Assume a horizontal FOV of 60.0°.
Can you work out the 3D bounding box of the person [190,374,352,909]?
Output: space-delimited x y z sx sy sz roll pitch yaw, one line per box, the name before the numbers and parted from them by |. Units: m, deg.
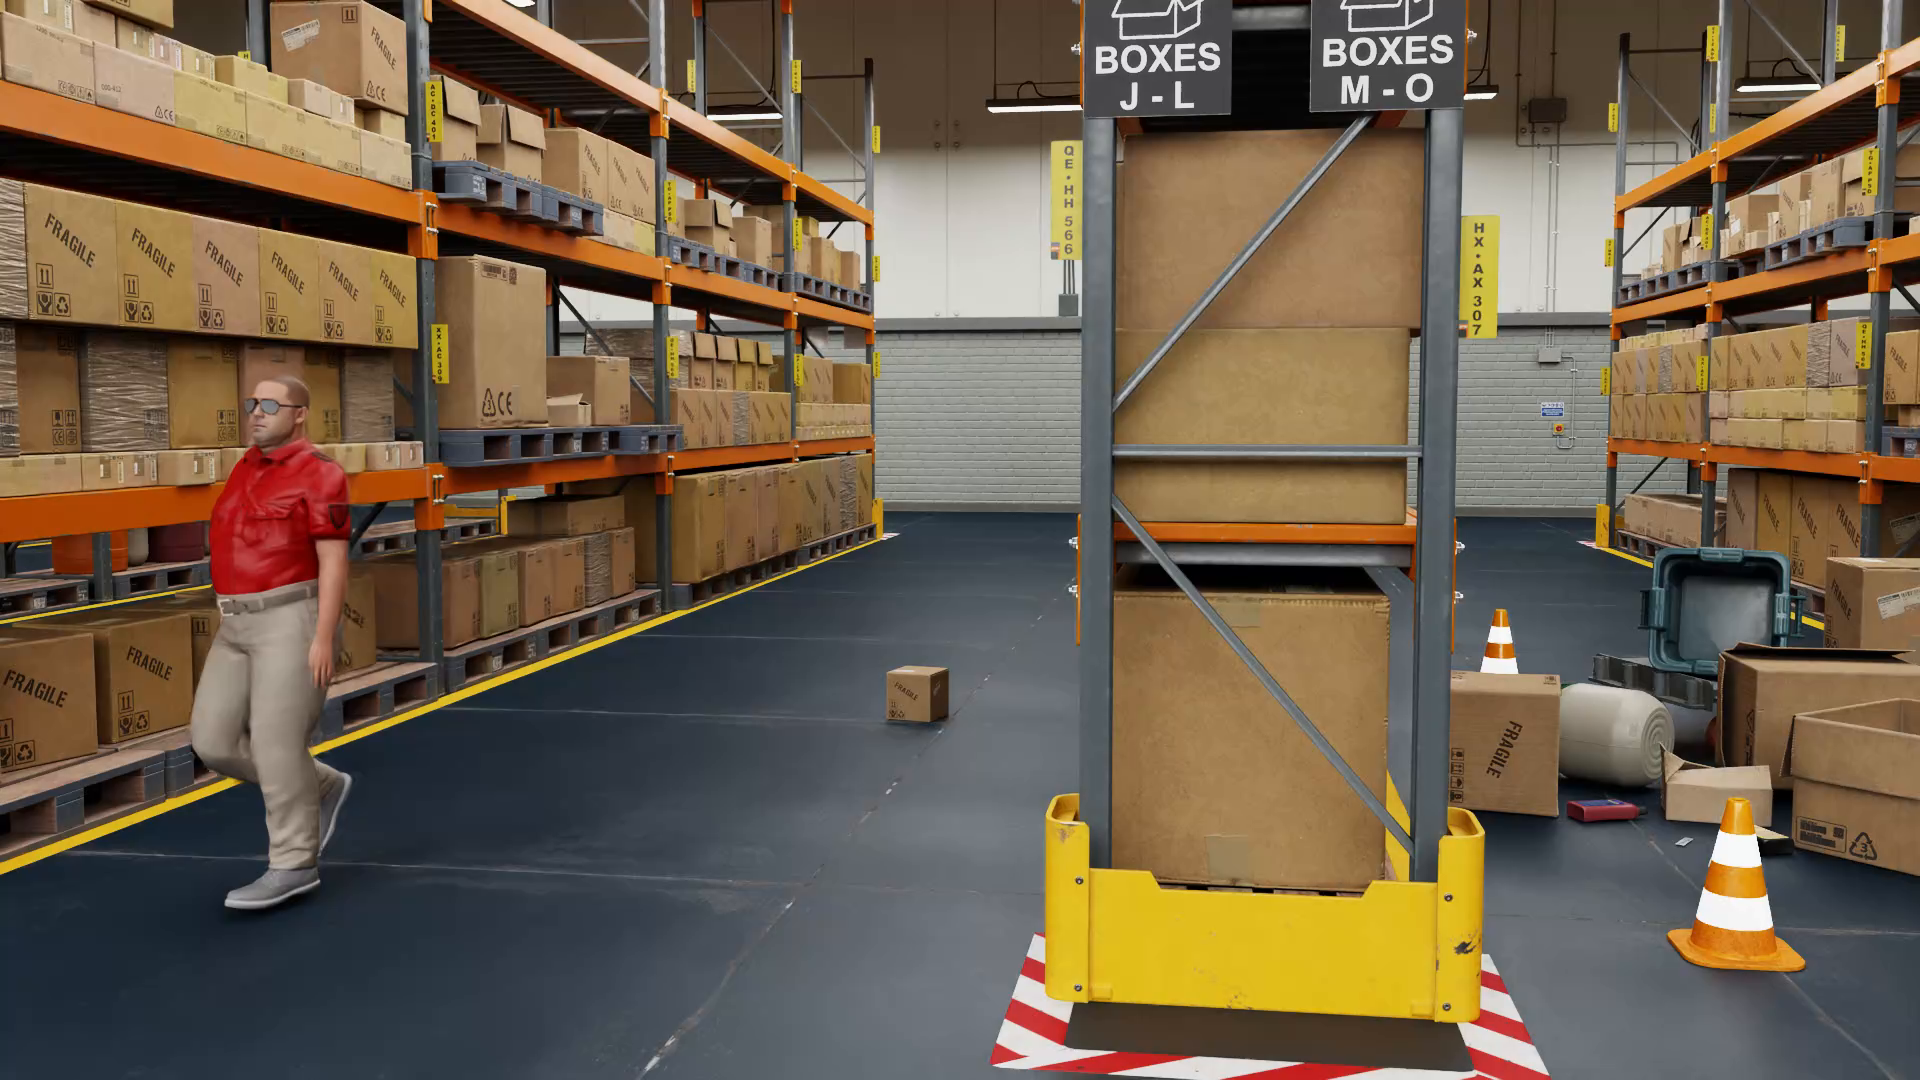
person | -2.248 0.309 5.531 0.552 1.714 0.605 3 5 30
